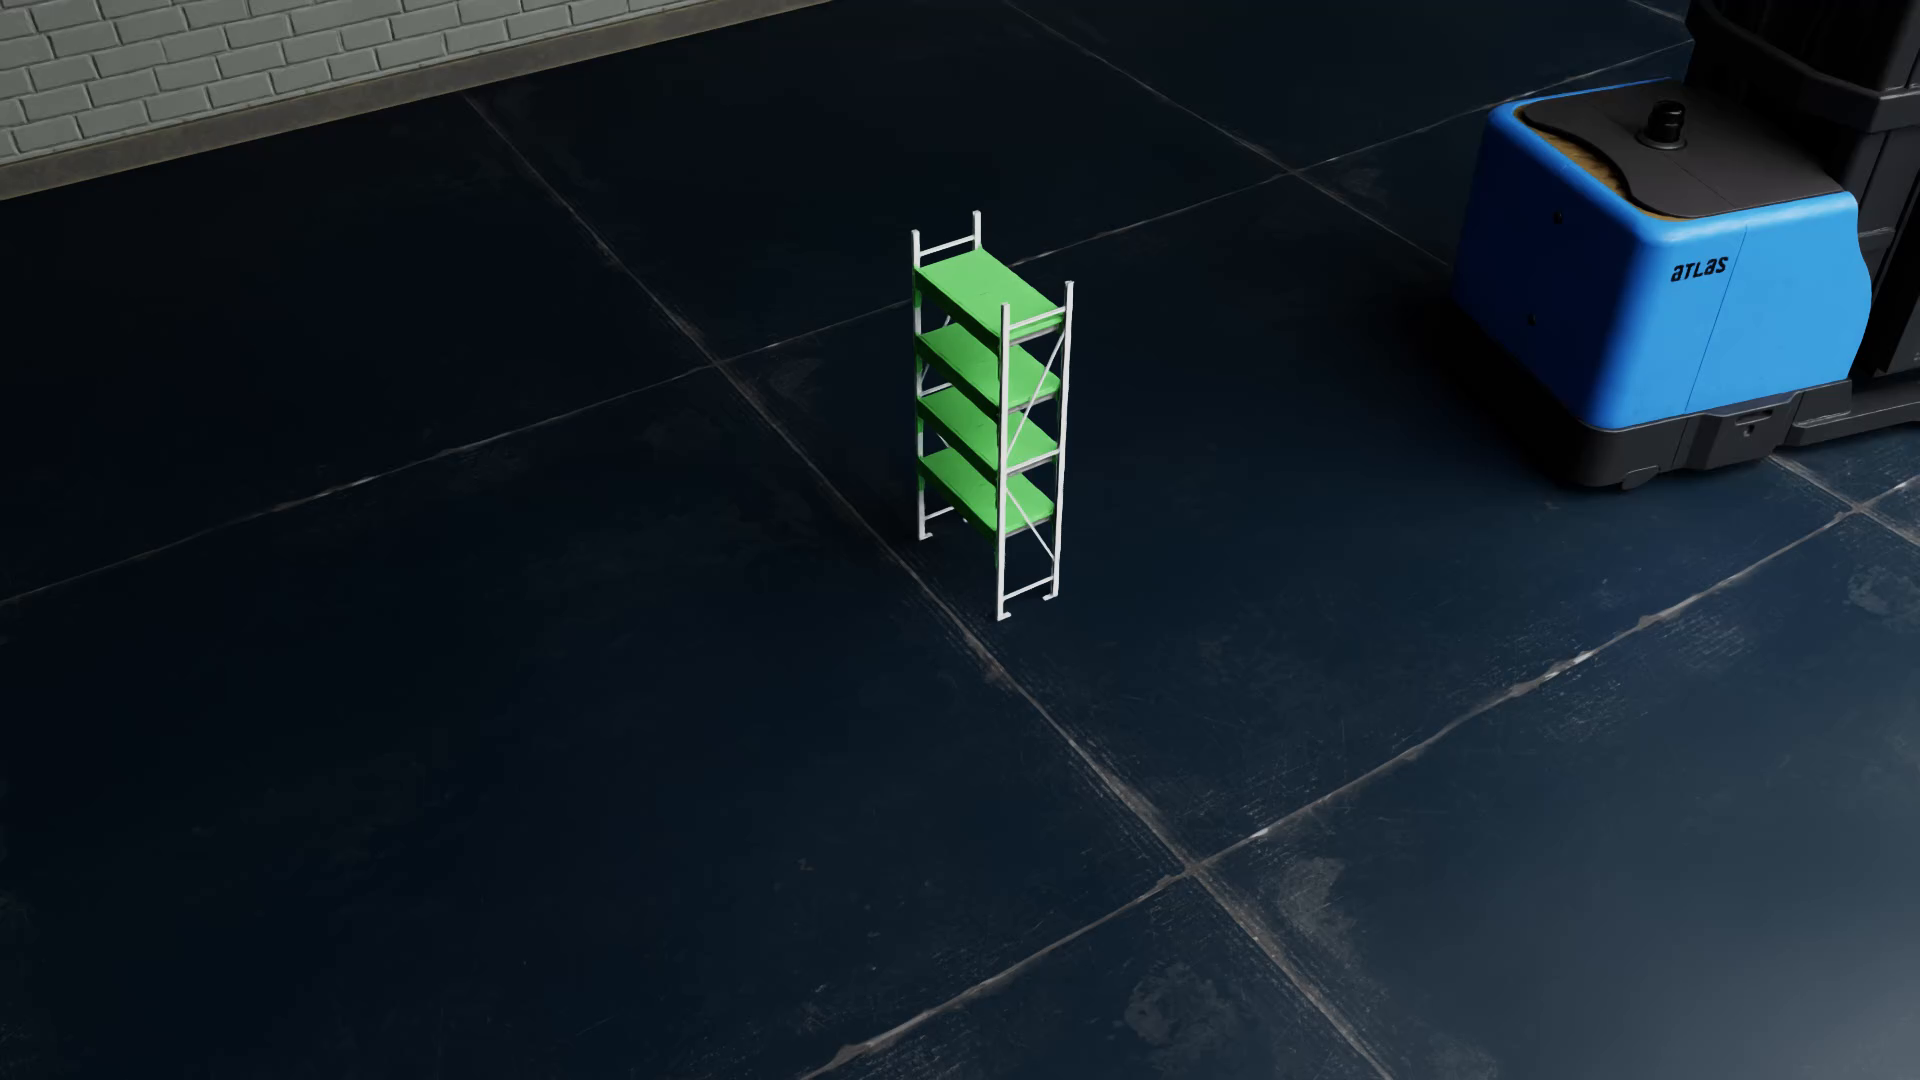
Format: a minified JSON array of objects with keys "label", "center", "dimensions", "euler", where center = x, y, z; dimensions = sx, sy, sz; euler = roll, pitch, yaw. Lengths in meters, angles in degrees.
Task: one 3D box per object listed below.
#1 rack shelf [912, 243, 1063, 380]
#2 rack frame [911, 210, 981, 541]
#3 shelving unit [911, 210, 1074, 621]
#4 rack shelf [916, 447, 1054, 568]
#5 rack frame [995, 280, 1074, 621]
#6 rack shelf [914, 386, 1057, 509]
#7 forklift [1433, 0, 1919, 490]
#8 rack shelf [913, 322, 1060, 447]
[{"label":"rack shelf","center":[0.089,-0.691,4.992],"dimensions":[0.258,0.148,0.480],"euler":[-22,45,-24]},{"label":"rack frame","center":[-0.042,-0.503,5.417],"dimensions":[0.240,1.200,0.015],"euler":[-22,45,-24]},{"label":"shelving unit","center":[0.089,-0.372,5.259],"dimensions":[0.258,1.200,0.503],"euler":[-22,45,-24]},{"label":"rack shelf","center":[0.089,-0.138,5.453],"dimensions":[0.258,0.148,0.480],"euler":[-22,45,-24]},{"label":"rack frame","center":[0.220,-0.240,5.101],"dimensions":[0.240,1.200,0.015],"euler":[-22,45,-24]},{"label":"rack shelf","center":[0.089,-0.323,5.300],"dimensions":[0.258,0.148,0.480],"euler":[-22,45,-24]},{"label":"forklift","center":[3.441,-1.866,5.700],"dimensions":[3.031,2.935,1.130],"euler":[-12,41,-14]},{"label":"rack shelf","center":[0.089,-0.507,5.146],"dimensions":[0.258,0.148,0.480],"euler":[-22,45,-24]}]
